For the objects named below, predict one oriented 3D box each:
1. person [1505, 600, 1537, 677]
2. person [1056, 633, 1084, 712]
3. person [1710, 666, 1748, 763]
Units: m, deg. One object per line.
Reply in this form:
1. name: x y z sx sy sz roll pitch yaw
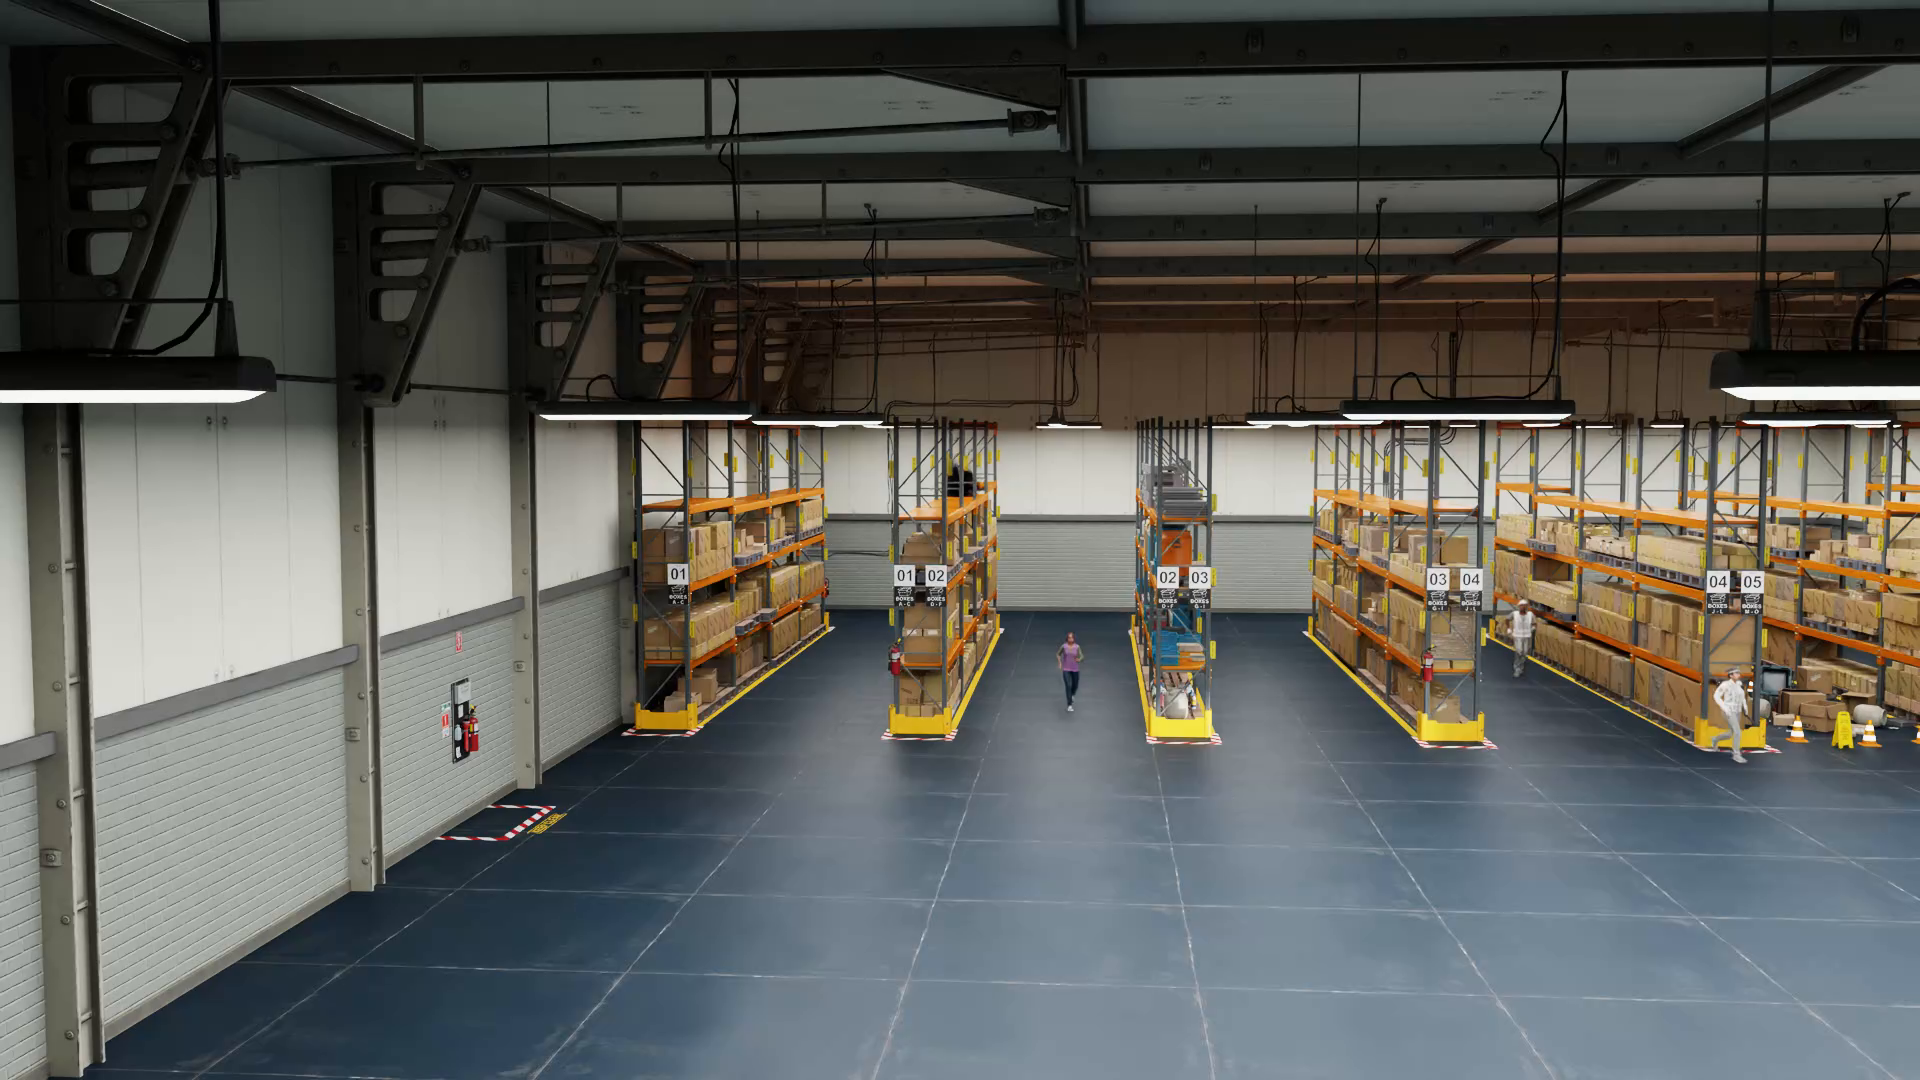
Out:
1. person: 13.166 2.308 38.919 0.665 1.826 0.754 0 4 2
2. person: 2.266 2.687 34.189 0.545 1.575 0.864 0 4 -3
3. person: 13.426 3.006 29.014 0.609 1.677 0.749 -2 4 -28
